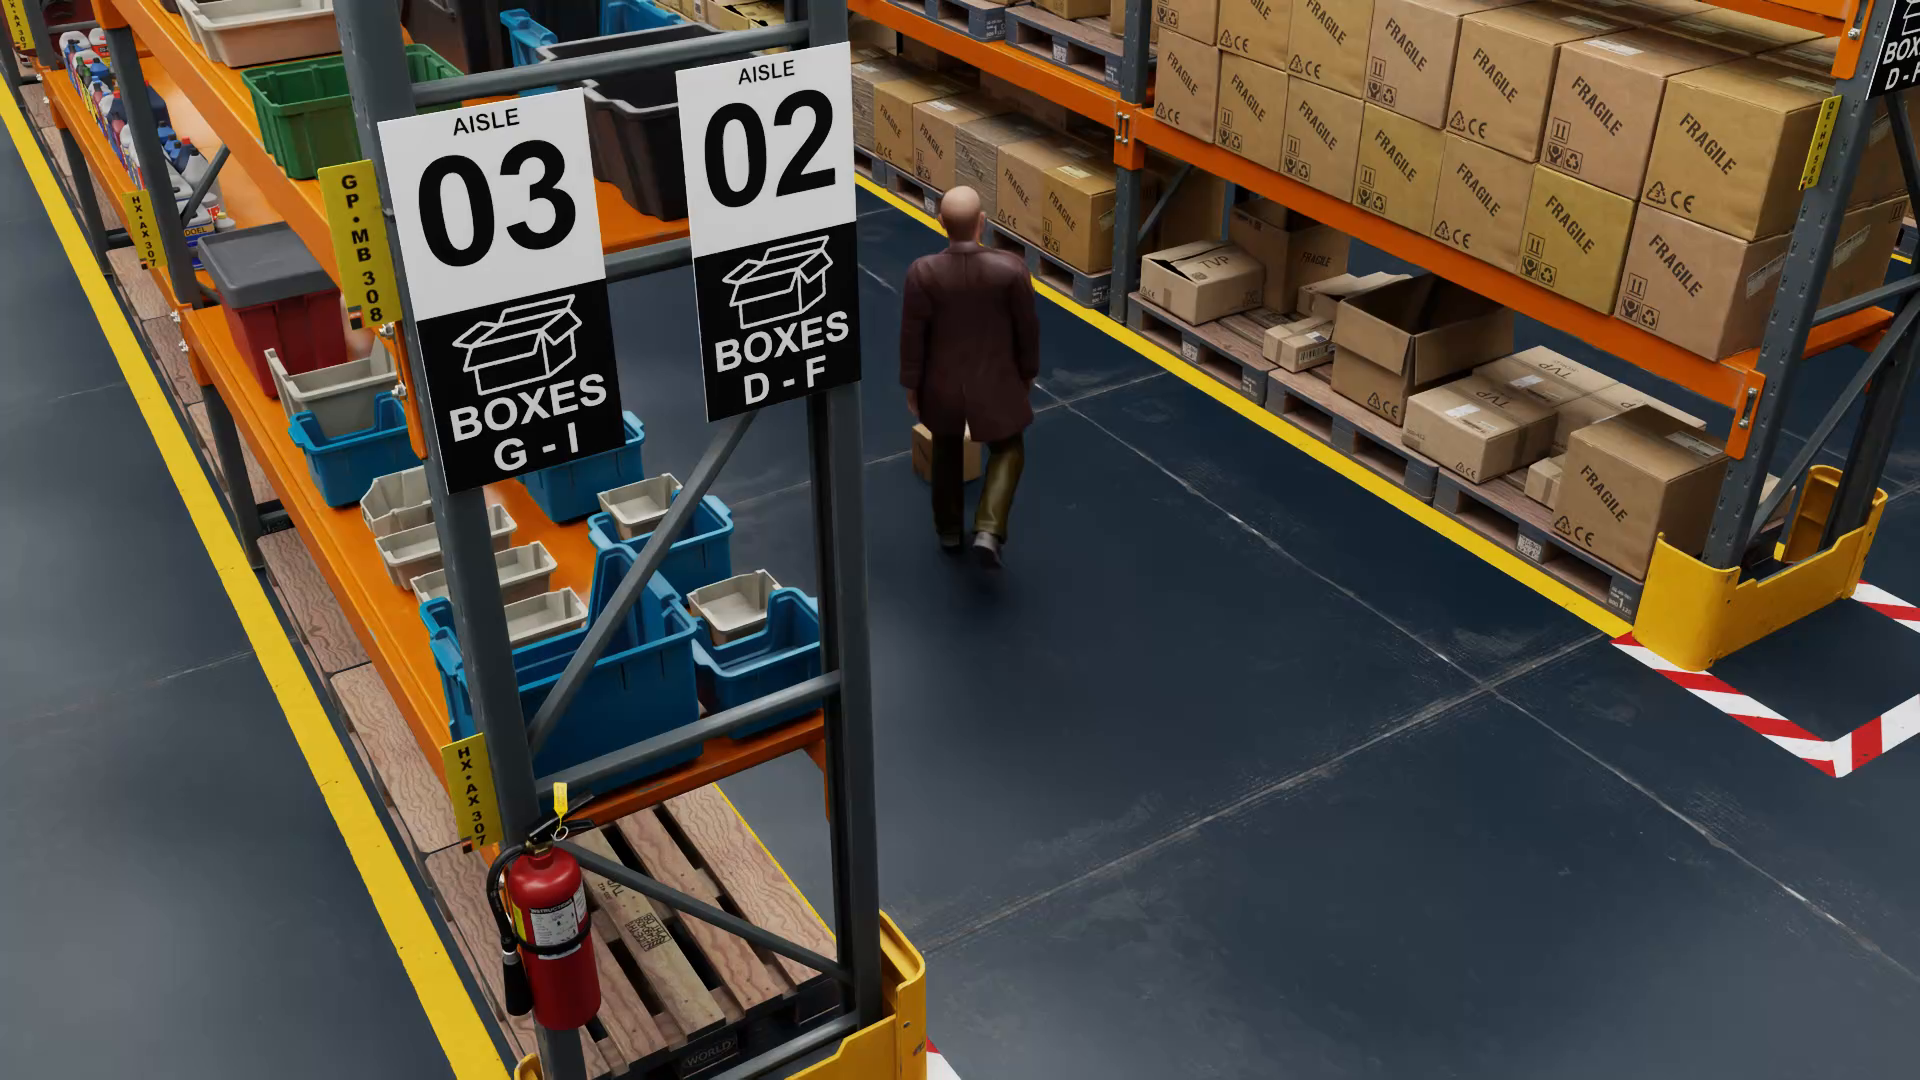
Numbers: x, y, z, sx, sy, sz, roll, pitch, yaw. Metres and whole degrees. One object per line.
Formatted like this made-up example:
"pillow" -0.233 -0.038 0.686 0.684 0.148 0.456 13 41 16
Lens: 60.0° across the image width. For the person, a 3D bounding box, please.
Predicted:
"person" 0.036 -0.676 7.211 0.606 1.765 0.838 3 32 5
